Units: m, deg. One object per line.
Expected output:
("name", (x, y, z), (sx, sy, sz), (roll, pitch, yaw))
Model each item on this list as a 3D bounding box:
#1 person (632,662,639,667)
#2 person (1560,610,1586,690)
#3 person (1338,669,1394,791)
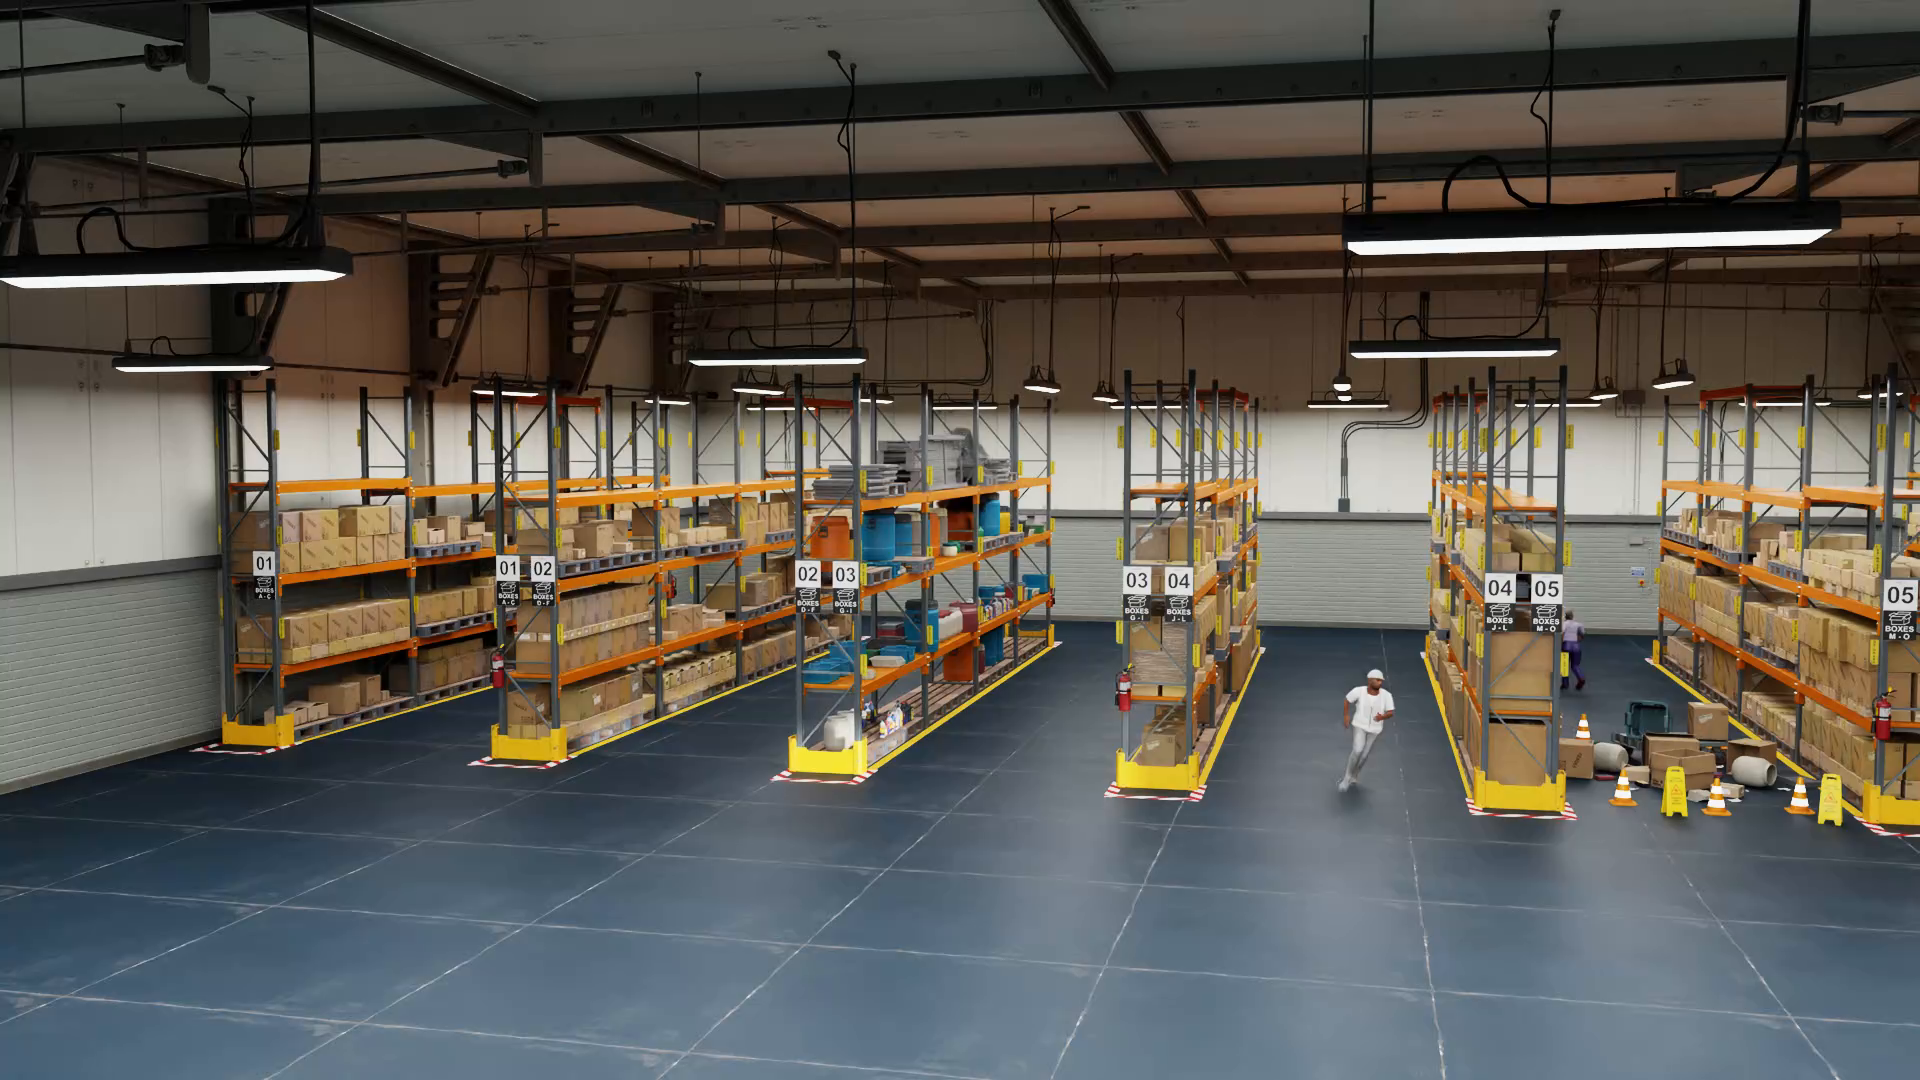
("person", (-7.187, 2.038, 35.795), (0.710, 1.640, 0.824), (-1, 4, -13))
("person", (12.242, 2.218, 33.227), (0.602, 1.608, 0.786), (0, 3, -2))
("person", (5.792, 2.692, 23.849), (0.819, 1.696, 0.738), (0, 3, 1))
